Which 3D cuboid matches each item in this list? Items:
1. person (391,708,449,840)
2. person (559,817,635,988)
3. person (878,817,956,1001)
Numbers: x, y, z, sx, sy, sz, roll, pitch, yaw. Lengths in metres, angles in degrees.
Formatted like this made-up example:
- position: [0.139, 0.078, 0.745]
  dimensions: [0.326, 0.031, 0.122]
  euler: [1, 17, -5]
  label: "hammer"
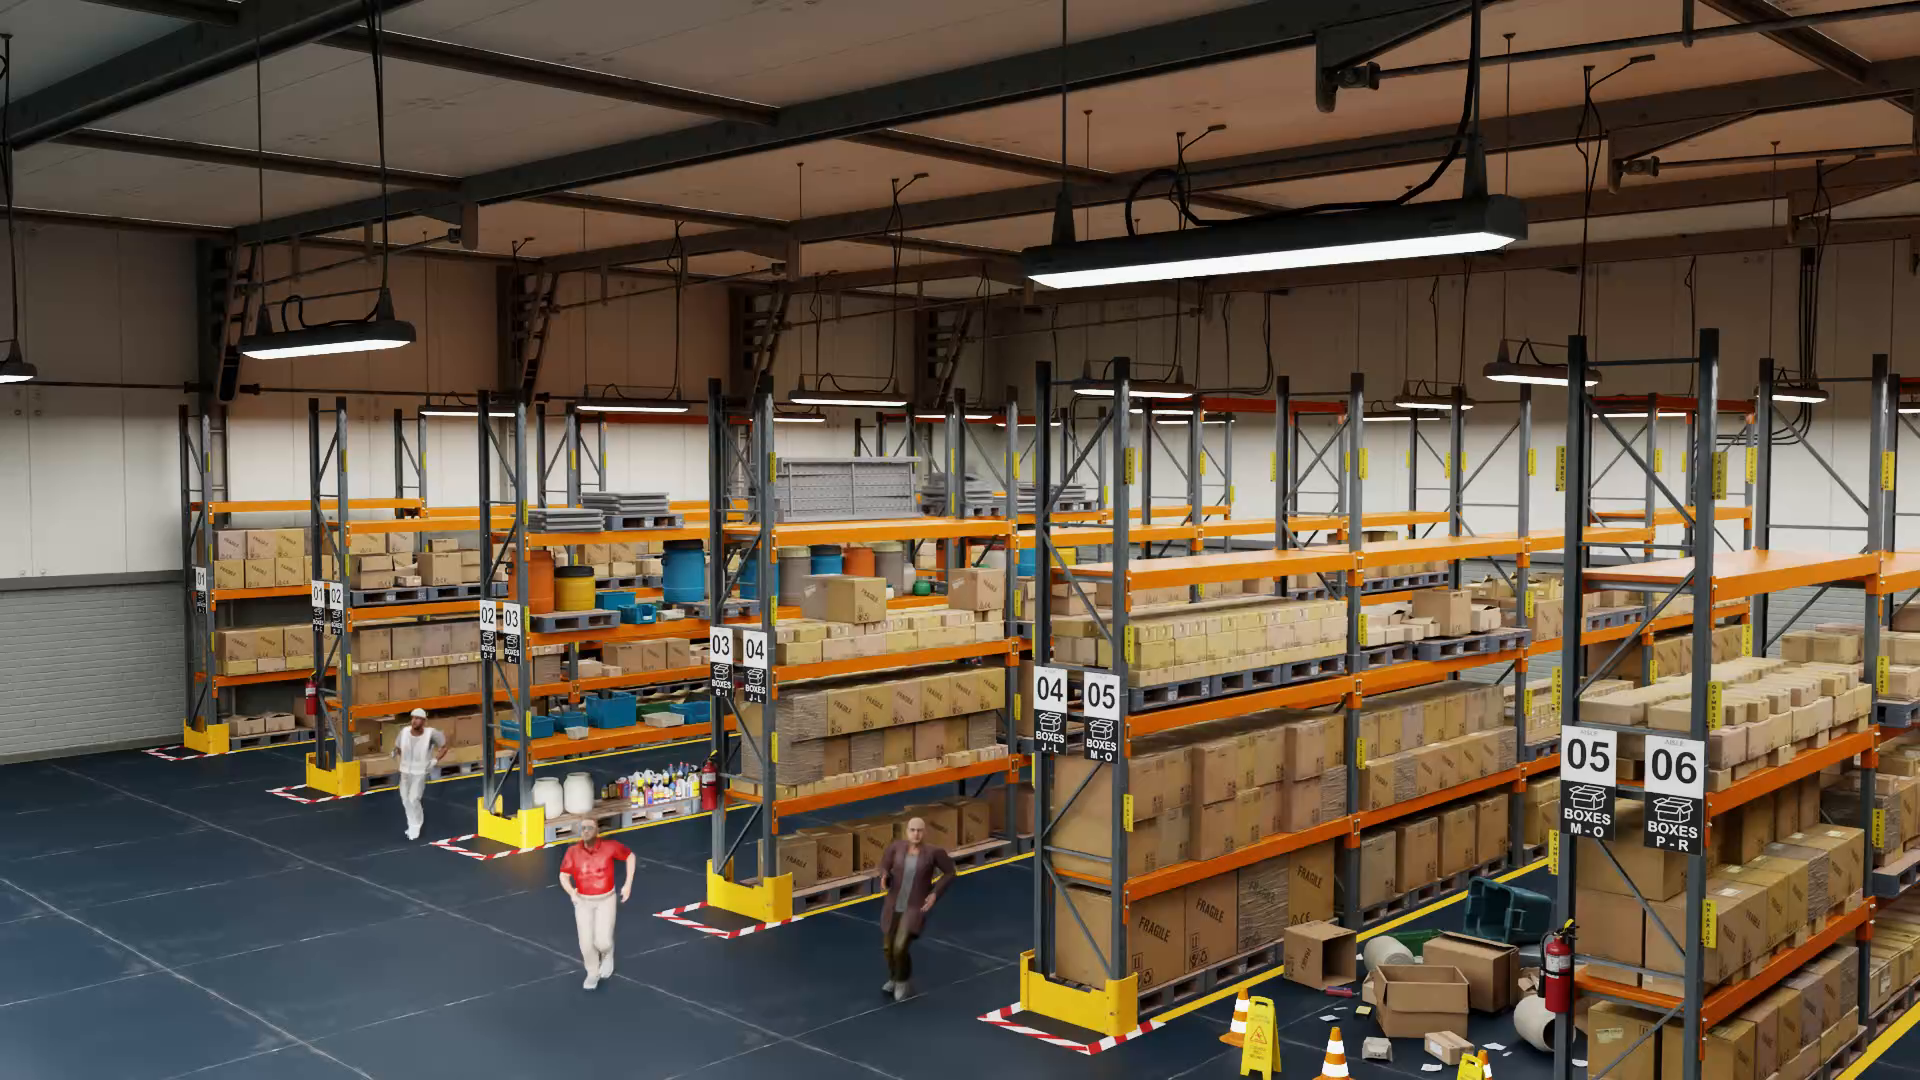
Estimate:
- position: [-7.241, 3.128, 22.139]
  dimensions: [0.683, 1.779, 0.678]
  euler: [1, 3, 10]
  label: "person"
- position: [-3.486, 3.486, 15.892]
  dimensions: [0.687, 1.685, 0.696]
  euler: [0, 3, 0]
  label: "person"
- position: [-0.468, 3.483, 15.657]
  dimensions: [0.714, 1.750, 0.695]
  euler: [1, 3, 24]
  label: "person"
